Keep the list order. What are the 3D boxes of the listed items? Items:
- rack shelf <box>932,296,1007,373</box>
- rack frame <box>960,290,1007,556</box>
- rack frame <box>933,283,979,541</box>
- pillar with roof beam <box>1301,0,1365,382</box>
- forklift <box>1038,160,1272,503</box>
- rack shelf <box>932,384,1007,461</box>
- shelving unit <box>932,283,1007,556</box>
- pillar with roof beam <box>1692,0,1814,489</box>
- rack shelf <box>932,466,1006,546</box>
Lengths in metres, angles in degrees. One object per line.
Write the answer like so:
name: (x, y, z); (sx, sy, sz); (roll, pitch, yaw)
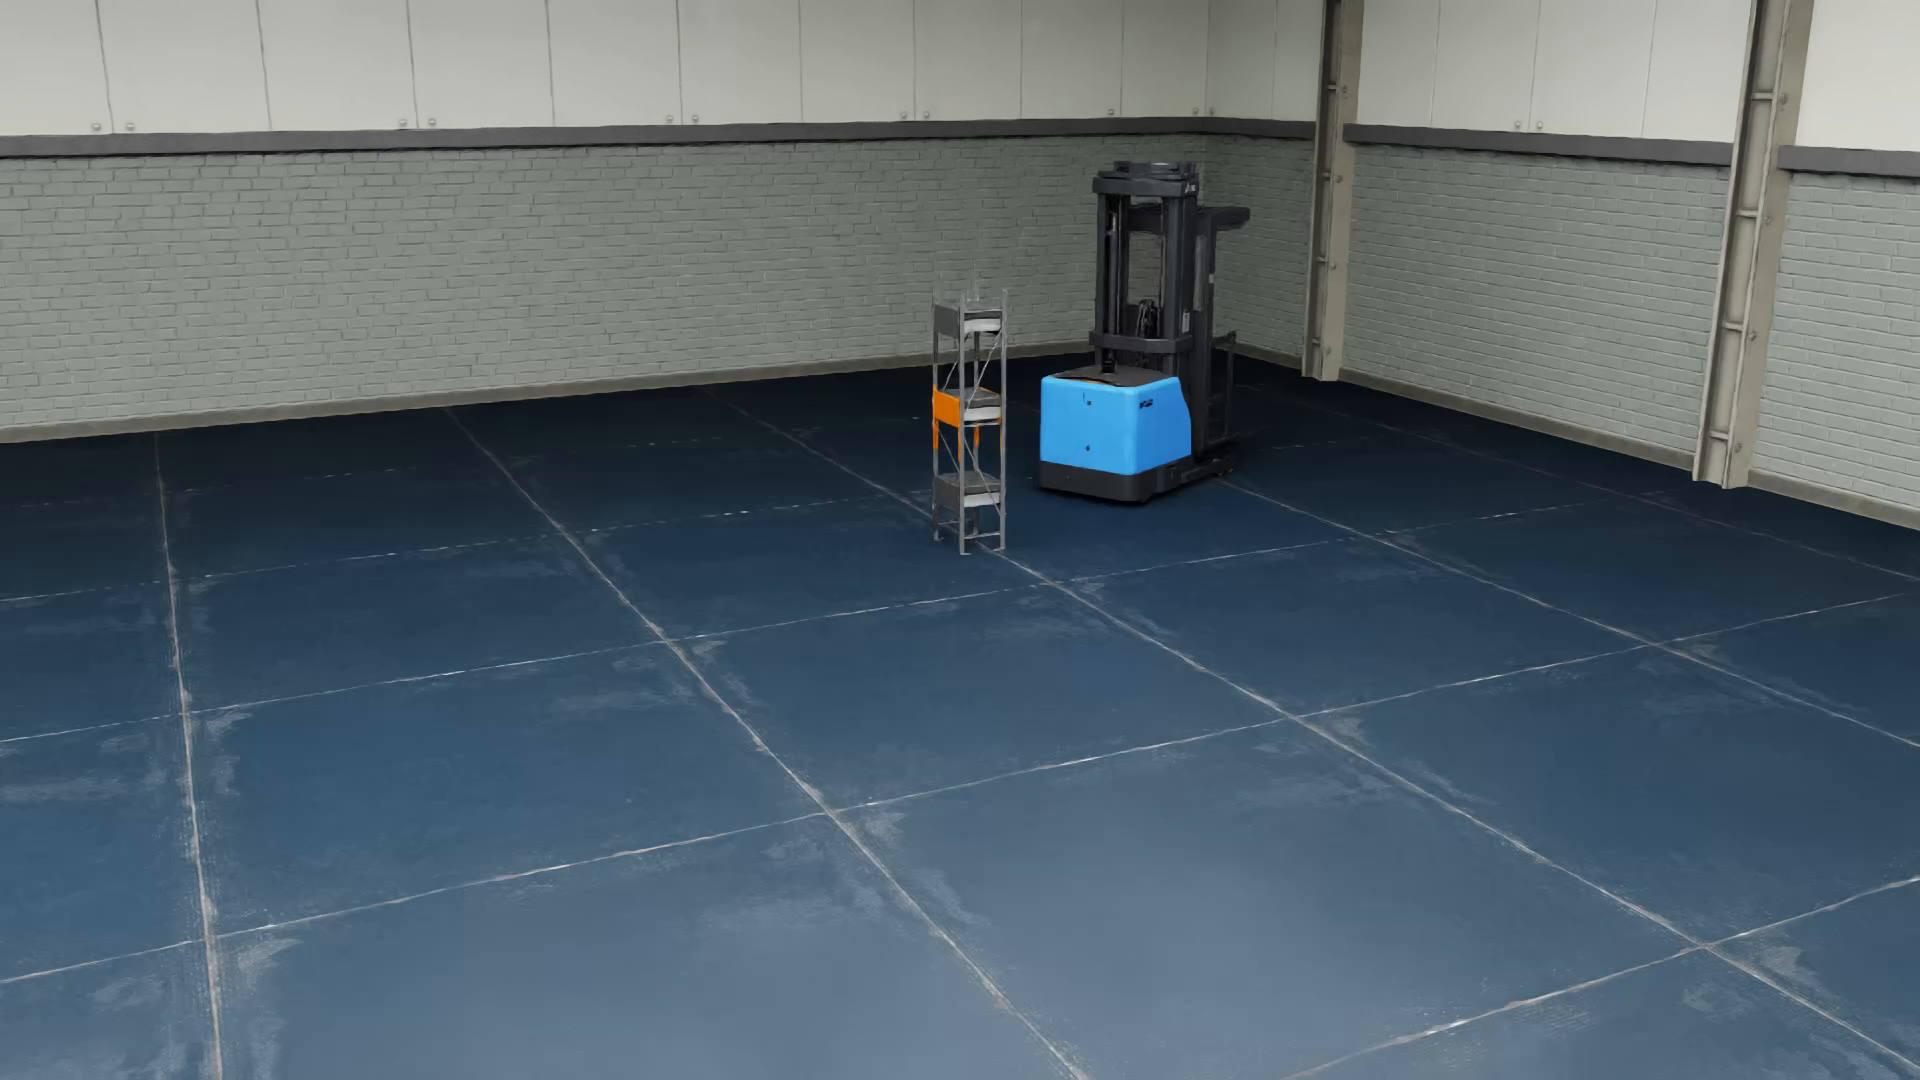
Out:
rack shelf: (0.072, -1.628, 13.129); (0.431, 0.518, 0.480); (-8, 18, -25)
rack frame: (0.179, -0.908, 13.107); (0.400, 2.100, 0.015); (-8, 18, -25)
rack frame: (-0.034, -1.029, 13.529); (0.400, 2.100, 0.015); (-8, 18, -25)
pillar with roof beam: (0.648, -5.833, 17.763); (9.100, 9.000, 0.400); (-8, 18, -25)
forklift: (2.006, -2.087, 15.708); (1.130, 2.935, 3.031); (12, 20, 36)
rack shelf: (0.072, -0.955, 13.322); (0.431, 0.518, 0.480); (-8, 18, -25)
shelving unit: (0.072, -0.968, 13.318); (0.431, 2.100, 0.503); (-8, 18, -25)
pillar with roof beam: (3.276, -4.345, 12.578); (9.100, 9.000, 0.400); (-8, 18, -25)
rack shelf: (0.073, -0.282, 13.515); (0.431, 0.518, 0.480); (-8, 18, -25)
